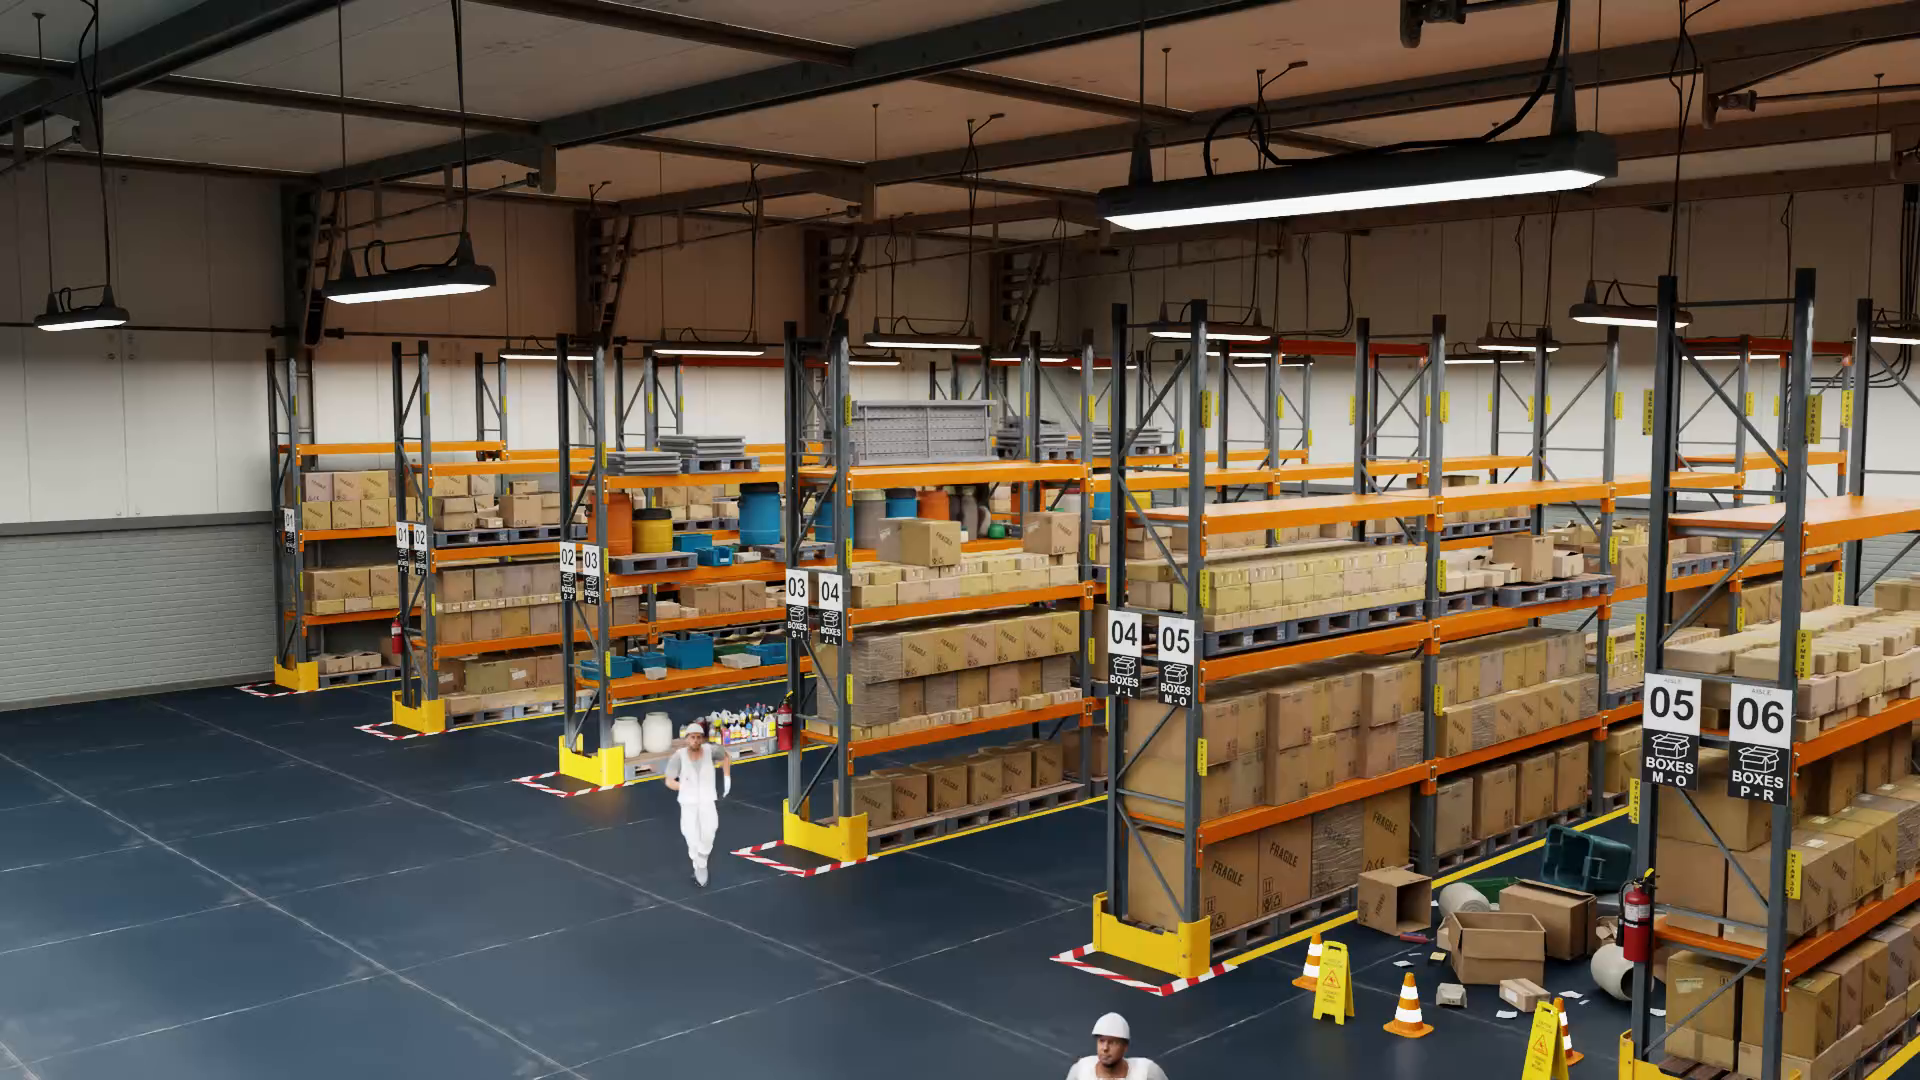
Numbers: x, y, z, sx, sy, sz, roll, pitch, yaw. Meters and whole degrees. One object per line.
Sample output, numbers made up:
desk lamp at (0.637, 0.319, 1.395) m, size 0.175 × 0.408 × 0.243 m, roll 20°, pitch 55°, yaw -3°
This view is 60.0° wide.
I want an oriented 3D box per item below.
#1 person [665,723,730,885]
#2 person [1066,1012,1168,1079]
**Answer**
person at (-2.734, 2.758, 17.429) m, size 0.699 × 1.731 × 0.796 m, roll -1°, pitch 5°, yaw -13°
person at (0.870, 3.499, 9.285) m, size 0.683 × 1.743 × 0.547 m, roll 1°, pitch 5°, yaw 15°
